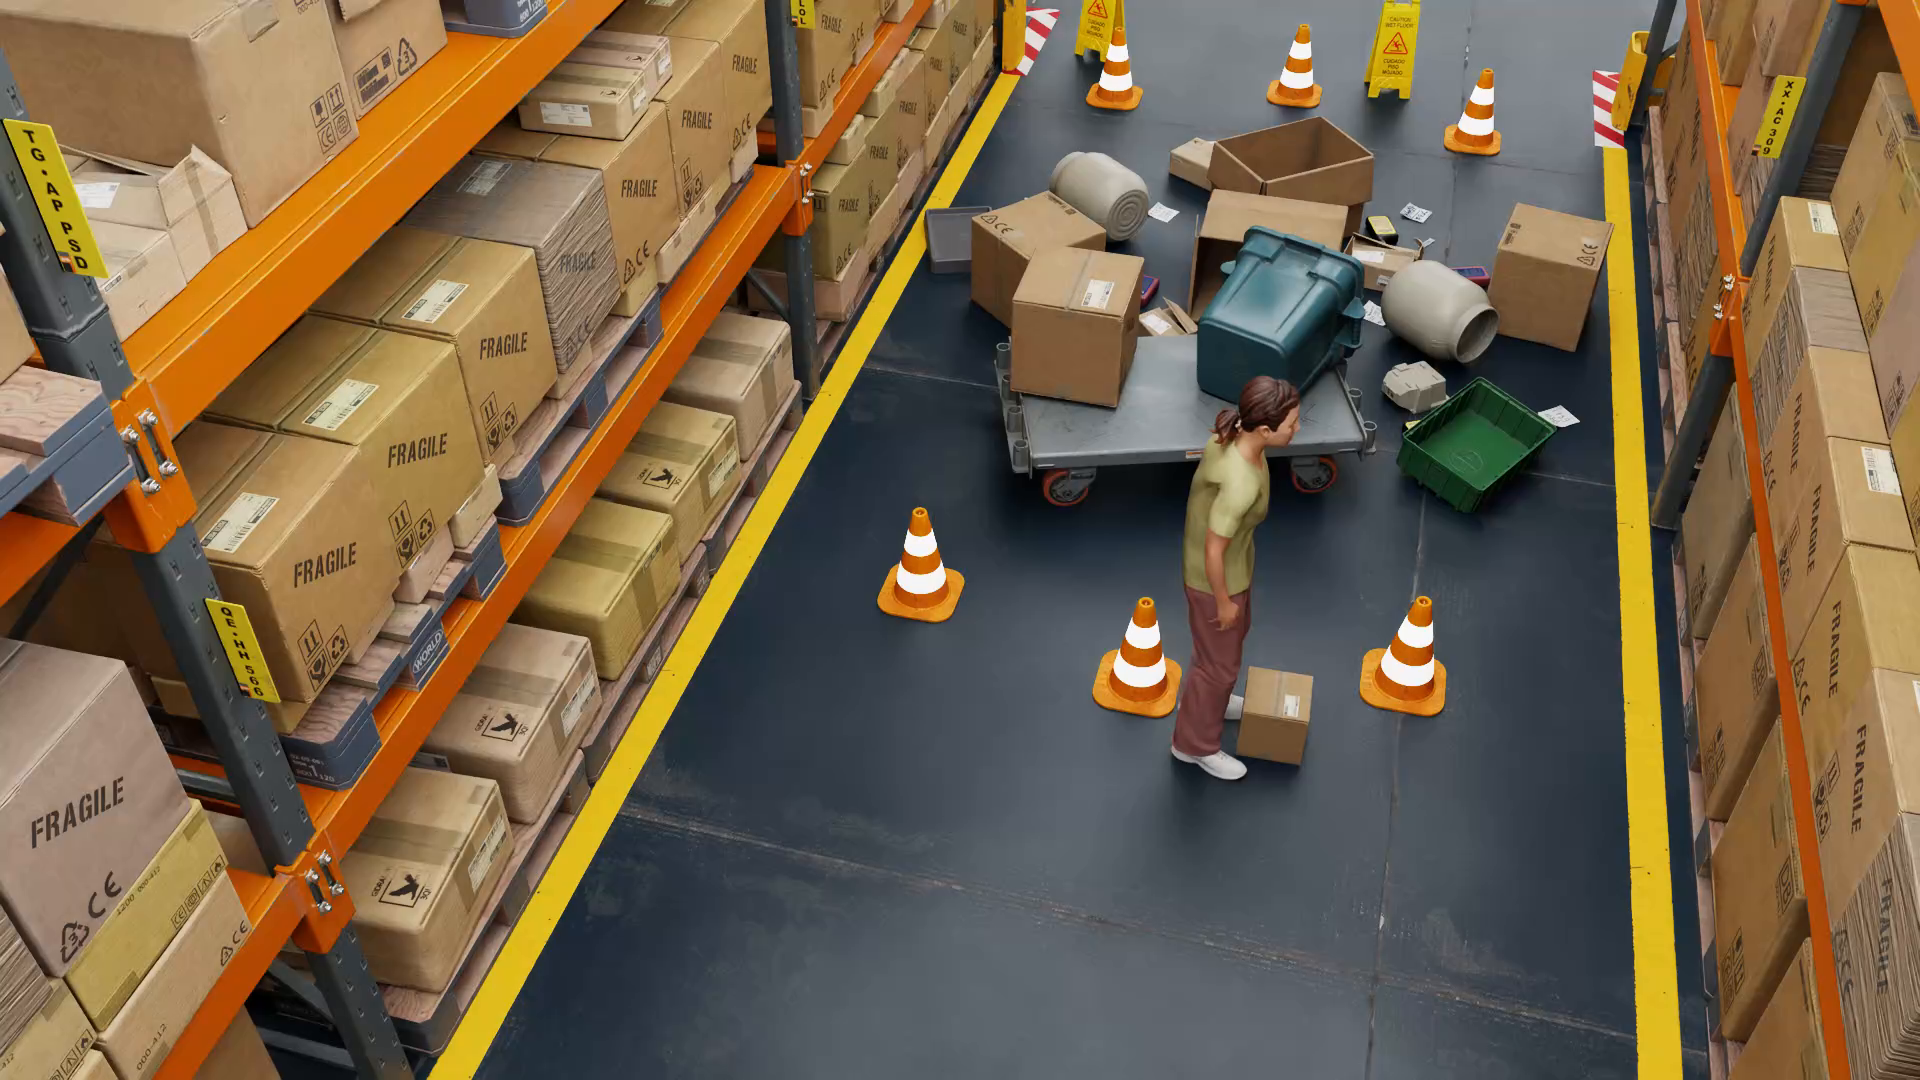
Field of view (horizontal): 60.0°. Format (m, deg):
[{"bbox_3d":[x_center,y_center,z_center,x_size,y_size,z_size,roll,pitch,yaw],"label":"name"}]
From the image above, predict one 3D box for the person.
[{"bbox_3d":[0.976,0.116,6.027,0.362,1.671,0.519,8,42,9],"label":"person"}]
